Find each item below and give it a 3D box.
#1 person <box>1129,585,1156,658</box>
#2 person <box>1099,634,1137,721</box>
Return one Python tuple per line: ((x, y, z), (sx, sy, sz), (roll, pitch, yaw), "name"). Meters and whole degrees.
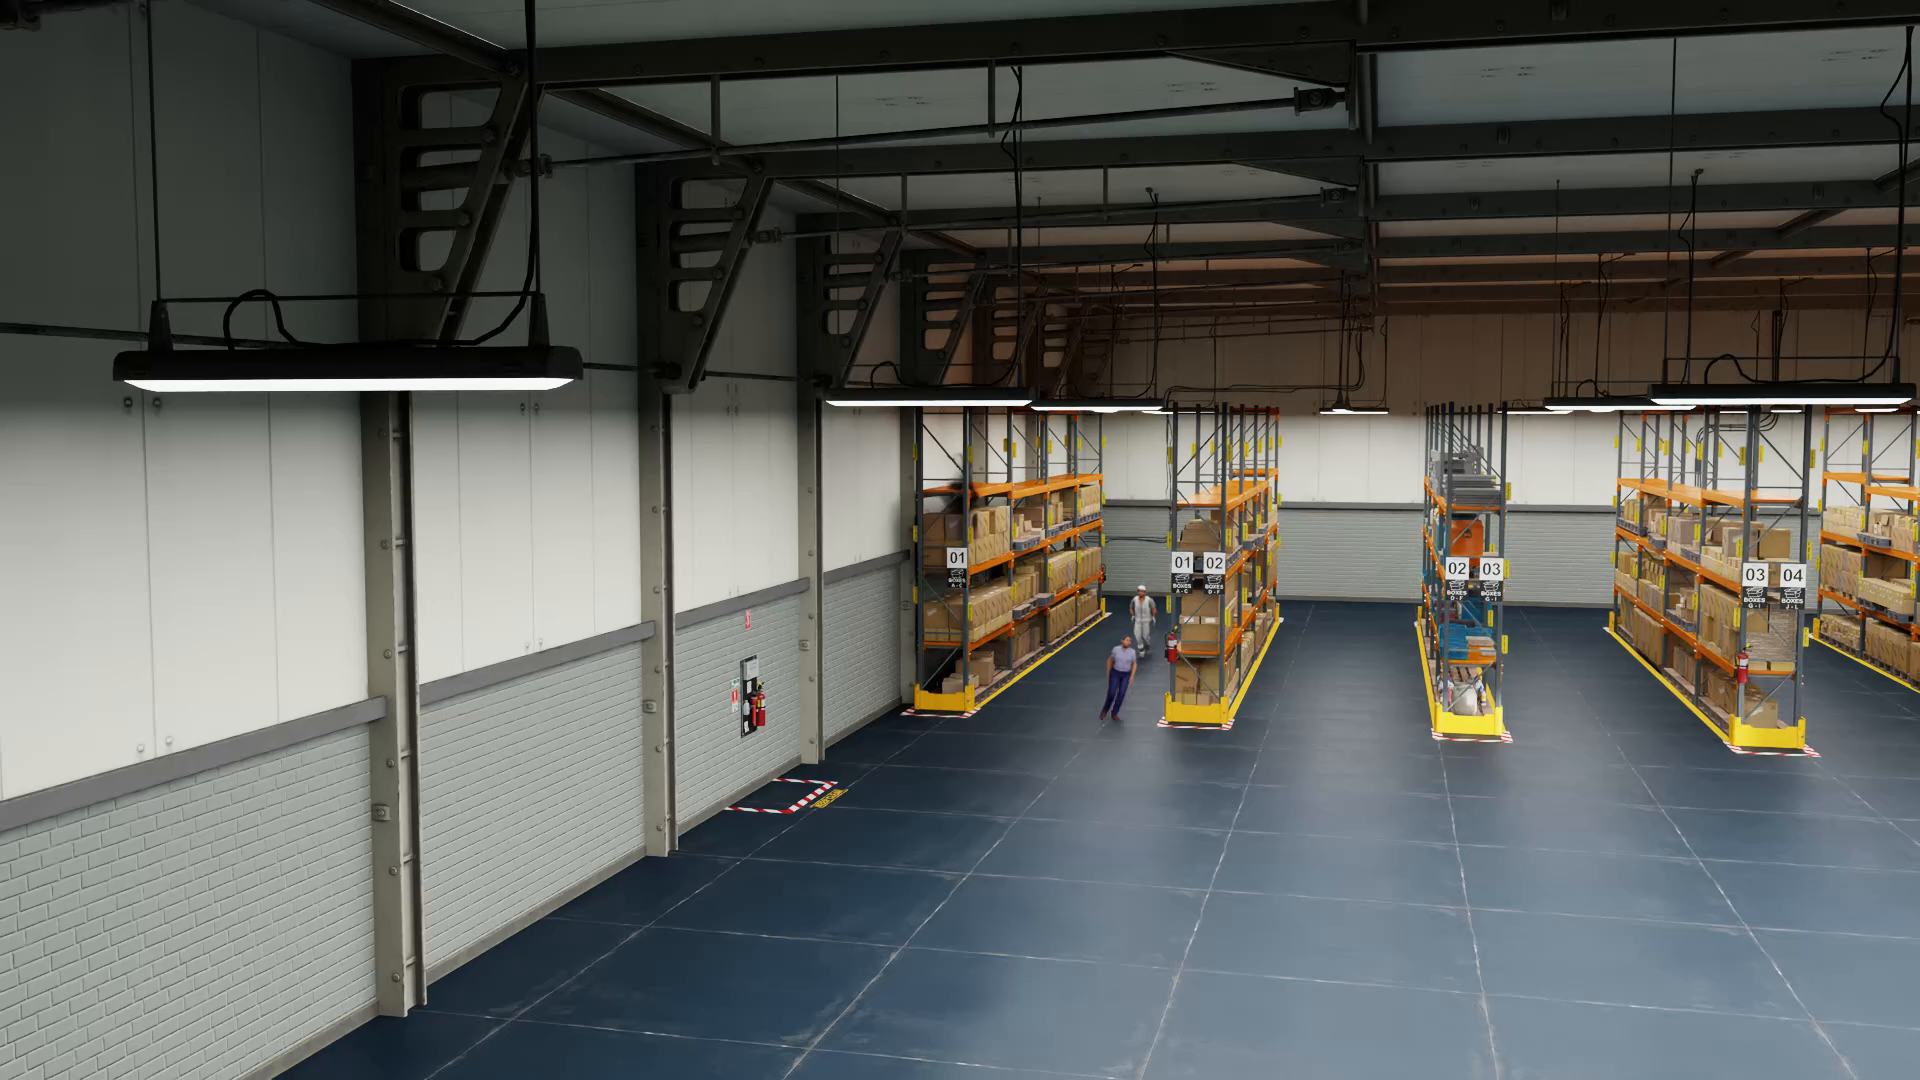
((4.347, 1.937, 39.609), (0.653, 1.728, 0.633), (1, 4, 14), "person")
((2.980, 2.637, 31.305), (0.692, 1.562, 0.462), (-1, 4, -9), "person")
